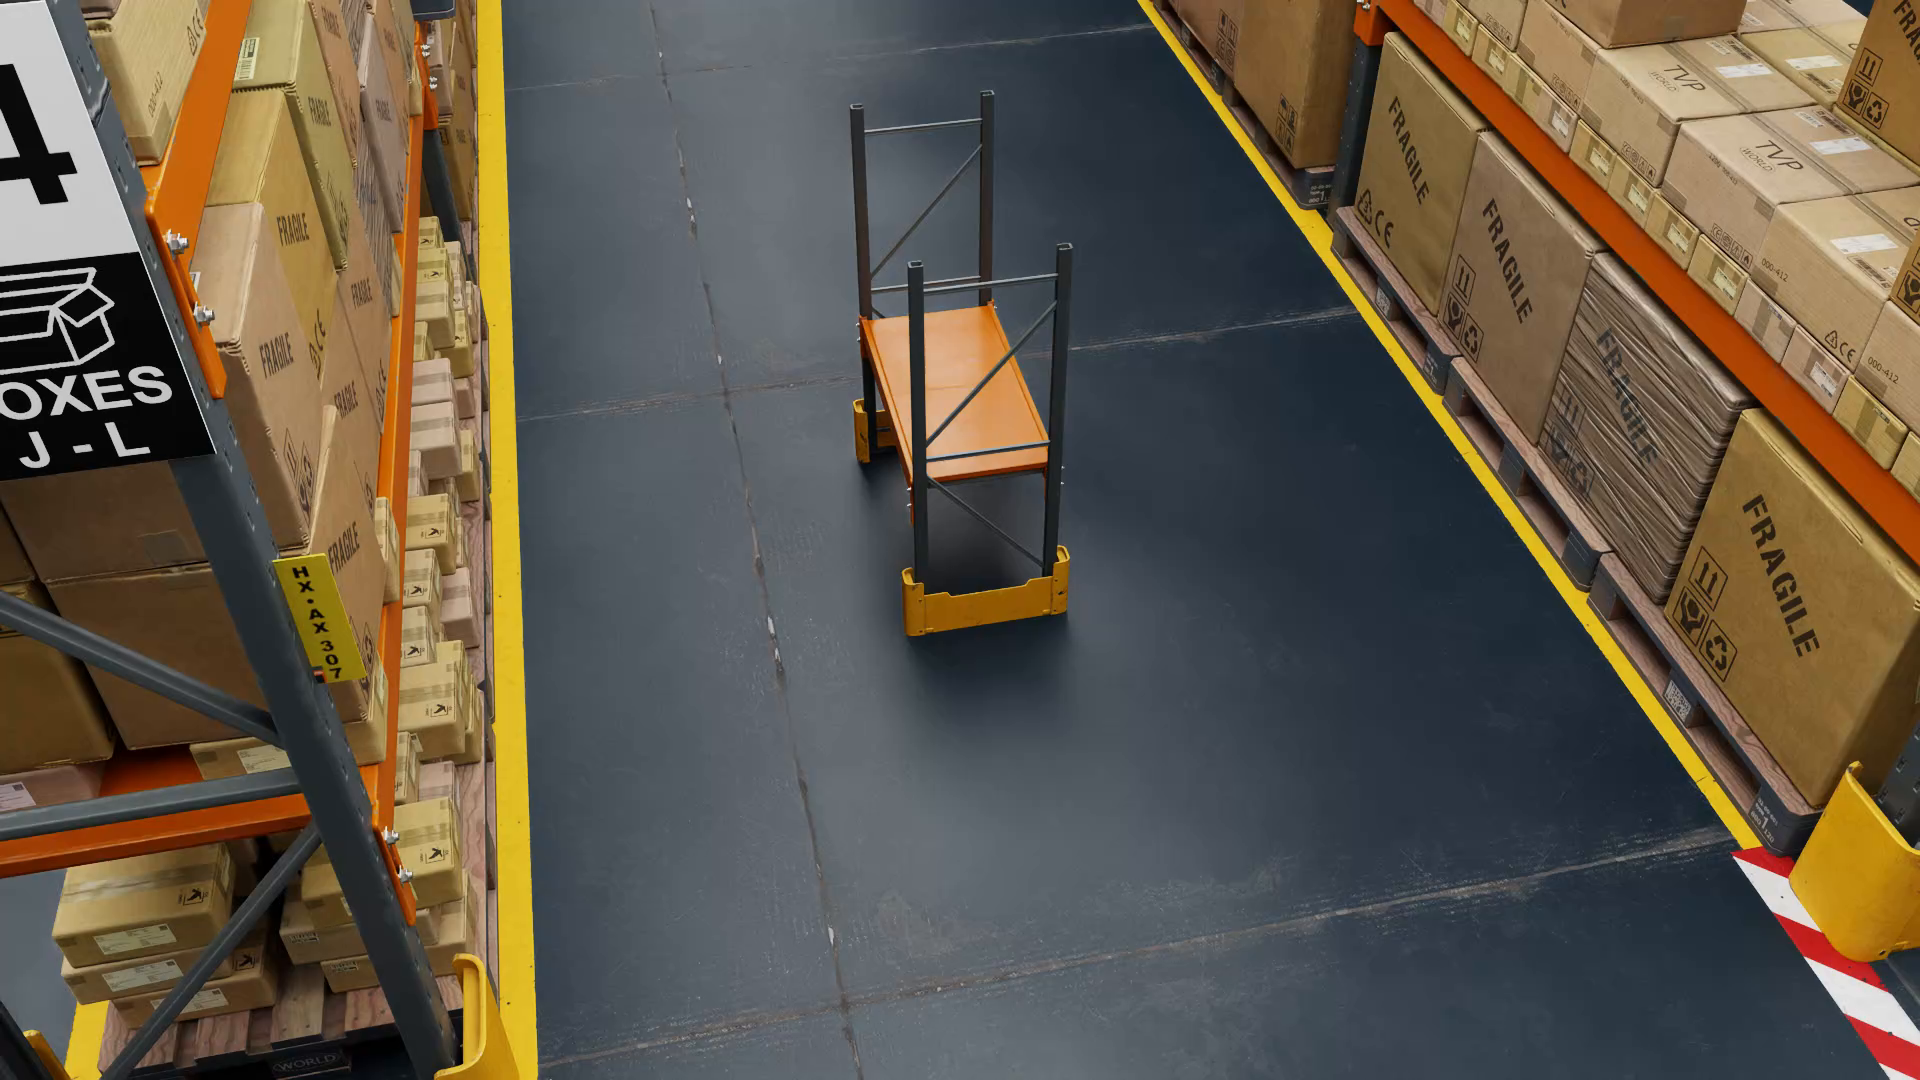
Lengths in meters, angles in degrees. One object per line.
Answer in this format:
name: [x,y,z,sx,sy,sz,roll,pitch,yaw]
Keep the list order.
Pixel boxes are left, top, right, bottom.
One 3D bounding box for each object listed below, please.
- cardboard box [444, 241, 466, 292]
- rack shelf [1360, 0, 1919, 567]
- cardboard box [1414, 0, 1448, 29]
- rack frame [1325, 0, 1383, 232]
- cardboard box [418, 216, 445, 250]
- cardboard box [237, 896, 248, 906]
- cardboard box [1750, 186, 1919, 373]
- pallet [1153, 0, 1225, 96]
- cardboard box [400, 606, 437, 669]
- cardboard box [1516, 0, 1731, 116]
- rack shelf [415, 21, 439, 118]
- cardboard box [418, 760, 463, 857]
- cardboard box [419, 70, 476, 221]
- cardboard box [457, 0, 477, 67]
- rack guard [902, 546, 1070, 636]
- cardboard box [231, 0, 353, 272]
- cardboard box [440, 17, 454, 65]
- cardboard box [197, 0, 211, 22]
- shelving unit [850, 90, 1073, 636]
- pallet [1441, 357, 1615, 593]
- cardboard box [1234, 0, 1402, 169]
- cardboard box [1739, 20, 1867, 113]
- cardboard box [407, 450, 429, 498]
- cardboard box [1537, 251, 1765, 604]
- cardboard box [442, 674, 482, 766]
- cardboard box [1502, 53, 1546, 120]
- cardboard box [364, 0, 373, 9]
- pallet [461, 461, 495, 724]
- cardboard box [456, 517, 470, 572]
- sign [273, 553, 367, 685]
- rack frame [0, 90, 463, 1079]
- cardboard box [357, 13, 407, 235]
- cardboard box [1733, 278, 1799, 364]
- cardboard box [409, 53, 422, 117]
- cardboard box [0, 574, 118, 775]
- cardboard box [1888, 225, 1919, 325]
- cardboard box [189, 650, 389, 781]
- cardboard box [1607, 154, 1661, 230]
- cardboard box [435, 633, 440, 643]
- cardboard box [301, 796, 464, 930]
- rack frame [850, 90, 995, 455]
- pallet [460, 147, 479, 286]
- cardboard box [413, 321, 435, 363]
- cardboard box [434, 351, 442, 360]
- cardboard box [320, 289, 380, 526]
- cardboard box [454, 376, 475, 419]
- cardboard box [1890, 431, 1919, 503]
cardboard box: [-2.233,-1.080,6.815,0.380,0.149,0.250,-8,42,-8]
rack shelf: [2.685,-1.117,5.790,1.077,0.370,4.000,-8,42,-9]
cardboard box: [2.049,-2.178,6.634,0.380,0.149,0.250,-10,43,-11]
rack frame: [2.253,-2.682,7.012,1.000,3.000,0.127,-8,42,-9]
cardboard box: [-2.281,-1.157,6.677,0.380,0.149,0.250,-7,42,-8]
cardboard box: [-2.220,1.002,4.693,0.380,0.149,0.250,-7,42,-8]
cardboard box: [2.644,-0.749,4.724,0.500,0.250,0.500,-9,42,-10]
pallet: [1.746,-2.921,9.382,1.003,0.211,1.213,-8,42,-9]
cardboard box: [-1.770,0.362,4.965,0.380,0.149,0.250,-10,43,-11]
cardboard box: [2.318,-1.737,5.836,0.500,0.250,0.500,-7,42,-8]
rack shelf: [-3.044,-3.064,7.984,1.077,0.370,4.000,-8,42,-9]
cardboard box: [-1.615,0.792,4.705,0.380,0.149,0.250,-9,42,-9]
cardboard box: [-2.512,-1.776,7.558,0.500,0.500,0.500,-7,42,-8]
cardboard box: [-2.839,-2.785,8.695,0.500,0.500,0.500,-10,43,-11]
rack guard: [0.091,0.180,5.859,0.587,0.250,0.087,-8,42,-9]
cardboard box: [-1.792,-0.962,4.022,0.500,0.500,0.500,-9,42,-10]
cardboard box: [-2.631,-2.401,7.697,0.500,0.250,0.500,-7,42,-8]
cardboard box: [-1.705,-1.179,3.172,0.500,0.250,0.500,-7,42,-8]
shelving unit: [-0.016,-0.610,5.808,0.587,1.500,1.083,-8,42,-9]
pallet: [2.608,-0.343,6.477,1.003,0.211,1.213,-8,42,-9]
cardboard box: [2.095,-2.456,8.042,1.225,0.875,0.875,-8,42,-9]
cardboard box: [2.935,-1.494,5.562,0.500,0.250,0.500,-9,42,-10]
cardboard box: [-1.981,-0.145,5.537,0.380,0.149,0.250,-8,42,-9]
cardboard box: [2.704,-0.445,5.776,0.875,0.875,0.875,-8,42,-9]
cardboard box: [-1.694,0.580,5.168,0.380,0.149,0.250,-8,42,-9]
cardboard box: [2.220,-1.672,6.063,0.380,0.149,0.250,-9,42,-10]
cardboard box: [-2.129,-1.959,5.145,0.500,0.500,0.500,-10,42,-11]
pallet: [-2.166,0.229,5.833,1.003,0.211,1.213,-8,42,-9]
cardboard box: [-1.896,0.079,5.733,0.380,0.149,0.250,-8,42,-9]
sign: [-1.219,0.154,3.164,0.100,0.325,0.005,-8,42,-9]
rack frame: [-1.748,0.556,3.364,1.000,3.000,0.127,-8,42,-9]
cardboard box: [-2.015,-1.253,5.103,0.500,0.500,0.500,-9,42,-10]
cardboard box: [2.554,-0.673,4.938,0.380,0.149,0.250,-8,42,-9]
cardboard box: [-2.160,-1.640,6.027,0.380,0.149,0.250,-9,42,-10]
cardboard box: [-2.097,0.153,3.519,0.500,0.500,0.500,-8,42,-8]
cardboard box: [2.755,-0.703,4.106,0.500,0.500,0.500,-8,42,-9]
cardboard box: [-1.498,0.393,3.737,0.380,0.149,0.250,-9,42,-10]
cardboard box: [2.388,-1.170,5.498,0.380,0.149,0.250,-8,42,-8]
cardboard box: [-1.854,0.306,5.253,0.380,0.149,0.250,-10,43,-11]
cardboard box: [-1.530,0.854,4.411,0.380,0.149,0.250,-10,43,-11]
rack frame: [-0.128,-0.946,6.186,0.500,1.500,0.032,-8,42,-9]
pallet: [-2.781,-1.498,7.779,1.003,0.211,1.213,-8,42,-9]
cardboard box: [-2.146,-0.657,6.114,0.380,0.149,0.250,-7,42,-8]
cardboard box: [-2.129,-0.559,6.227,0.380,0.149,0.250,-8,42,-9]
cardboard box: [-1.716,-0.266,3.991,0.500,0.500,0.500,-8,42,-9]
cardboard box: [-2.100,-0.580,6.475,0.380,0.149,0.250,-10,43,-11]
cardboard box: [2.718,-0.179,4.381,0.380,0.149,0.250,-8,42,-8]
